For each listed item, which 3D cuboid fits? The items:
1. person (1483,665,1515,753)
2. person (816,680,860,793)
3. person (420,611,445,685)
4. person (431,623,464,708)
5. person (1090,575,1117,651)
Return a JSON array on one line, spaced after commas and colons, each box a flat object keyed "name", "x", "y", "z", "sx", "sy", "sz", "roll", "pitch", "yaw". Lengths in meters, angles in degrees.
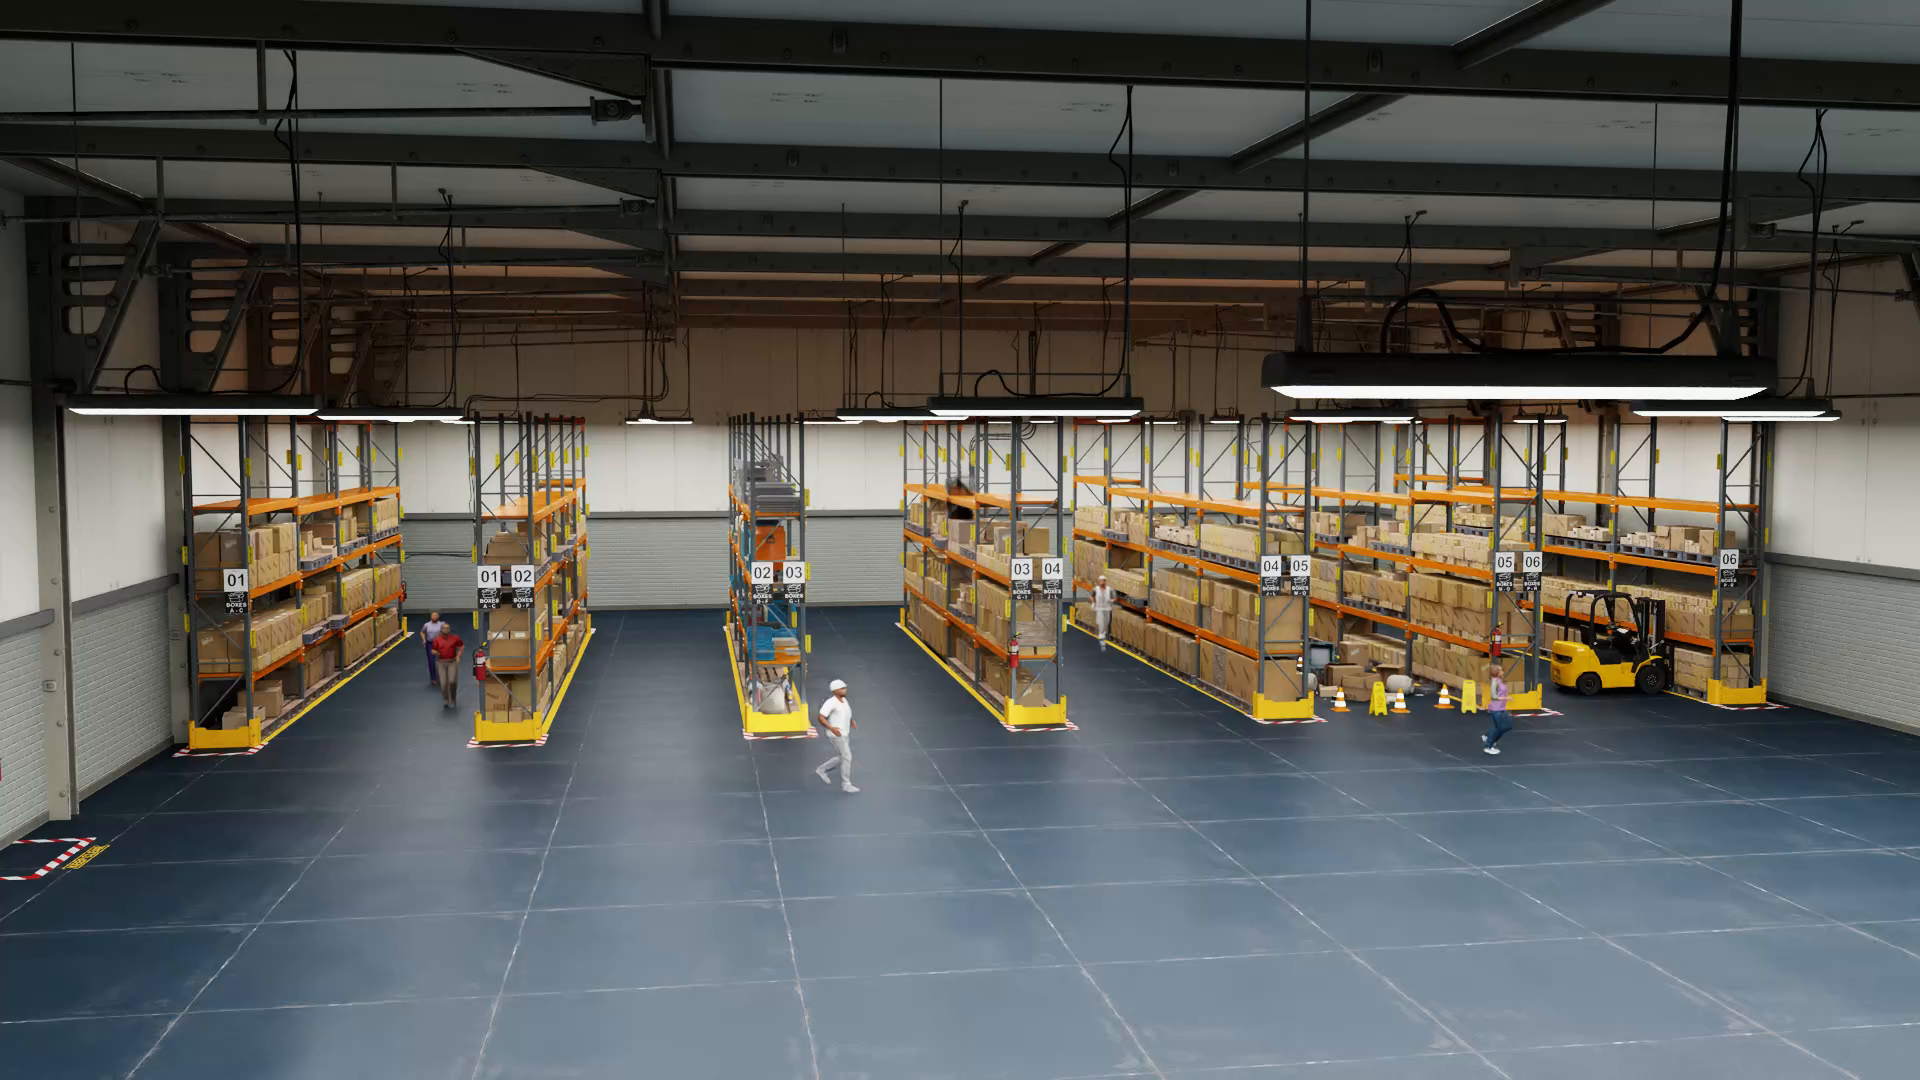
[{"name": "person", "x": 9.435, "y": 2.955, "z": 29.025, "sx": 0.555, "sy": 1.559, "sz": 0.522, "roll": 3, "pitch": 5, "yaw": 34}, {"name": "person", "x": -1.938, "y": 3.071, "z": 26.145, "sx": 0.785, "sy": 1.756, "sz": 0.714, "roll": 1, "pitch": 4, "yaw": 18}, {"name": "person", "x": -11.731, "y": 2.400, "z": 37.137, "sx": 0.605, "sy": 1.593, "sz": 0.823, "roll": -1, "pitch": 4, "yaw": -18}, {"name": "person", "x": -10.440, "y": 2.577, "z": 33.863, "sx": 0.643, "sy": 1.754, "sz": 0.676, "roll": -1, "pitch": 4, "yaw": -12}, {"name": "person", "x": 3.519, "y": 1.765, "z": 40.639, "sx": 0.633, "sy": 1.815, "sz": 0.872, "roll": 0, "pitch": 4, "yaw": -5}]
